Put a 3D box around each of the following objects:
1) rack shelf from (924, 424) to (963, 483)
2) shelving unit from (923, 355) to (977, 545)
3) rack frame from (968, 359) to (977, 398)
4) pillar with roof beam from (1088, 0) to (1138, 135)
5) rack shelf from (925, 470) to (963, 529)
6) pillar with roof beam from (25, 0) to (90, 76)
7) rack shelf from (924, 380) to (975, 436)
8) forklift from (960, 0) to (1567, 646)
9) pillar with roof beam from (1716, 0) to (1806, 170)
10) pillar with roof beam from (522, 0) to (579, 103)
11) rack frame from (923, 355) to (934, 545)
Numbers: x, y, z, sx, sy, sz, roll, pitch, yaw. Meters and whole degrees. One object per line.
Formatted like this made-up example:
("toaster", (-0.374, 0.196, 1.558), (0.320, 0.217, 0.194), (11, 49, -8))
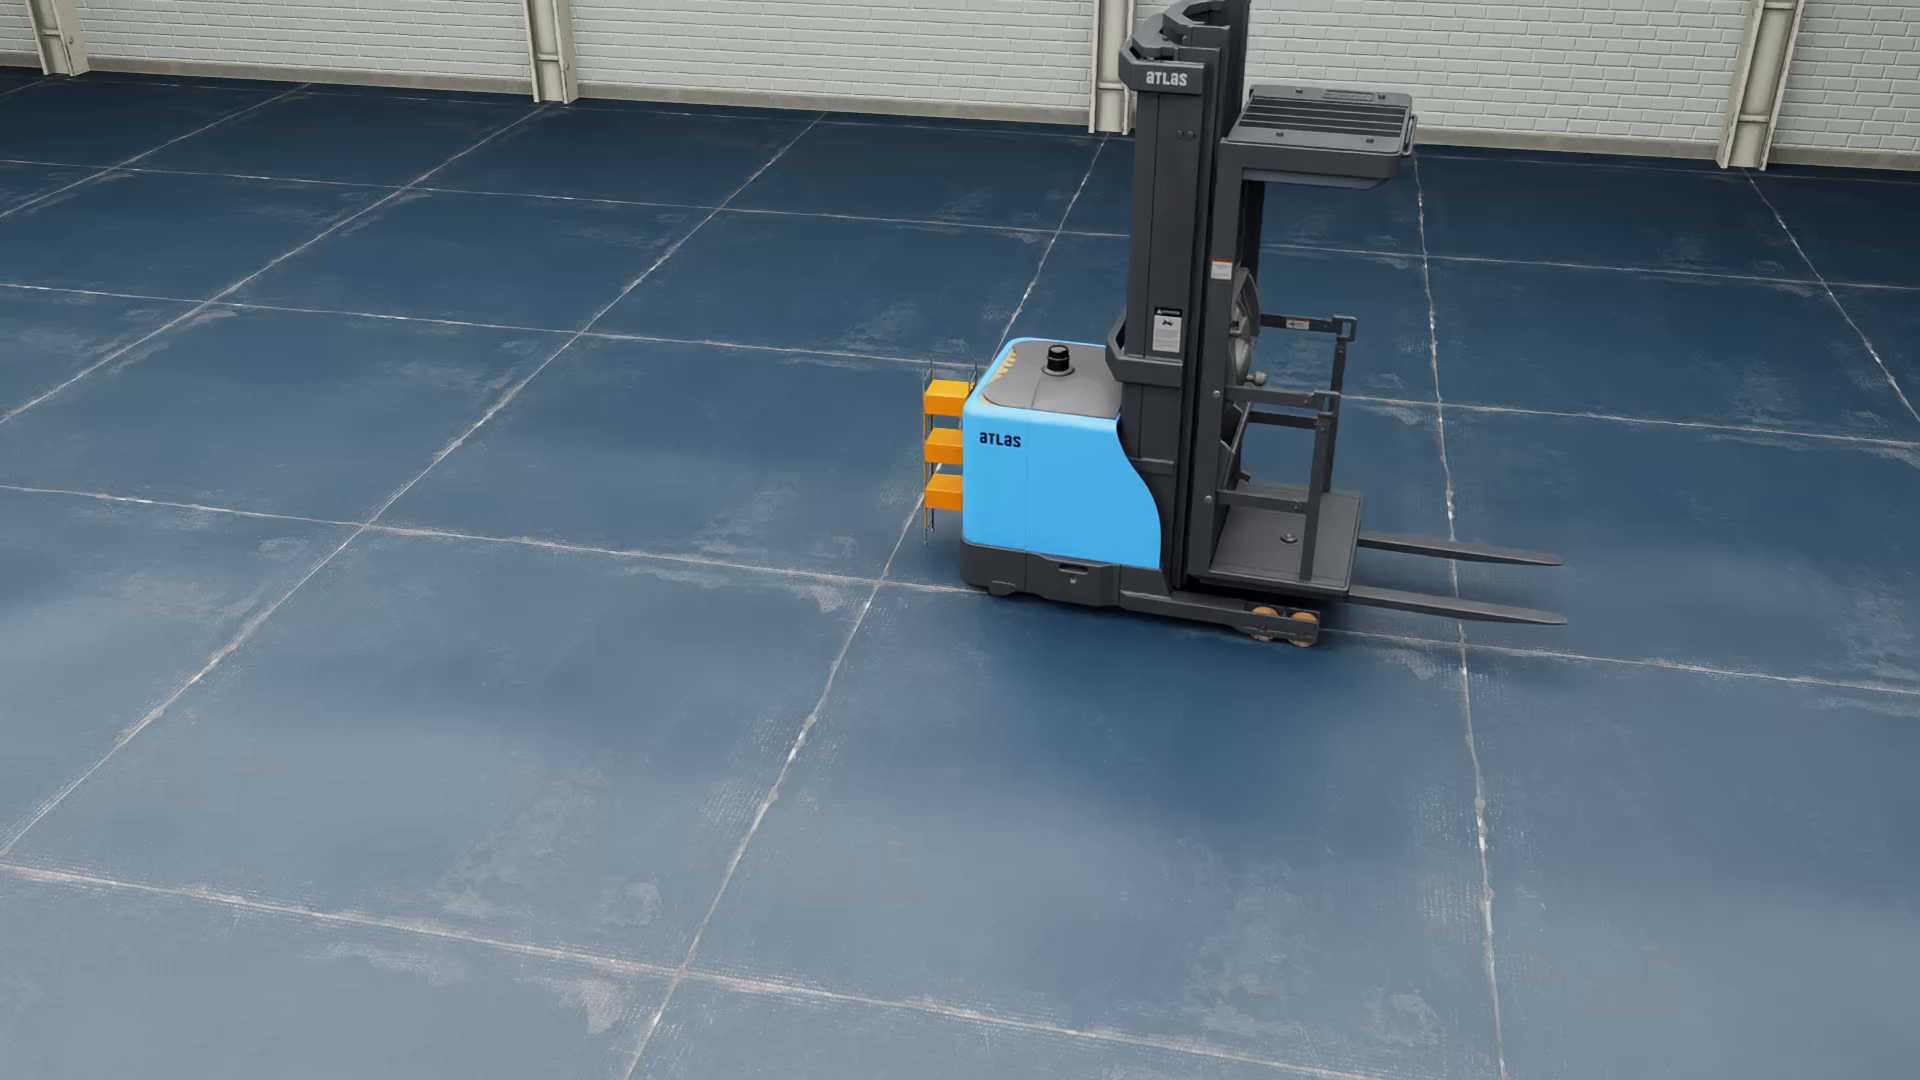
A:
("rack shelf", (-0.052, -0.457, 9.013), (0.240, 0.259, 0.215), (6, 29, 11))
("shelving unit", (-0.052, -0.466, 9.008), (0.252, 1.050, 0.215), (6, 29, 11))
("rack frame", (0.067, -0.454, 8.985), (0.008, 1.050, 0.200), (6, 29, 11))
("pillar with roof beam", (0.620, -6.081, 10.987), (0.400, 9.000, 9.100), (6, 29, 11))
("rack shelf", (-0.052, -0.213, 9.146), (0.240, 0.259, 0.215), (6, 29, 11))
("pillar with roof beam", (-11.115, -7.285, 13.185), (0.400, 9.000, 9.100), (6, 29, 11))
("rack shelf", (-0.052, -0.705, 8.877), (0.240, 0.259, 0.215), (6, 29, 11))
("forklift", (1.576, -1.041, 8.100), (3.031, 2.935, 1.130), (8, 30, 14))
("pillar with roof beam", (6.488, -5.480, 9.888), (0.400, 9.000, 9.100), (6, 29, 11))
("pillar with roof beam", (-5.248, -6.683, 12.086), (0.400, 9.000, 9.100), (6, 29, 11))
("rack frame", (-0.172, -0.478, 9.030), (0.008, 1.050, 0.200), (6, 29, 11))
